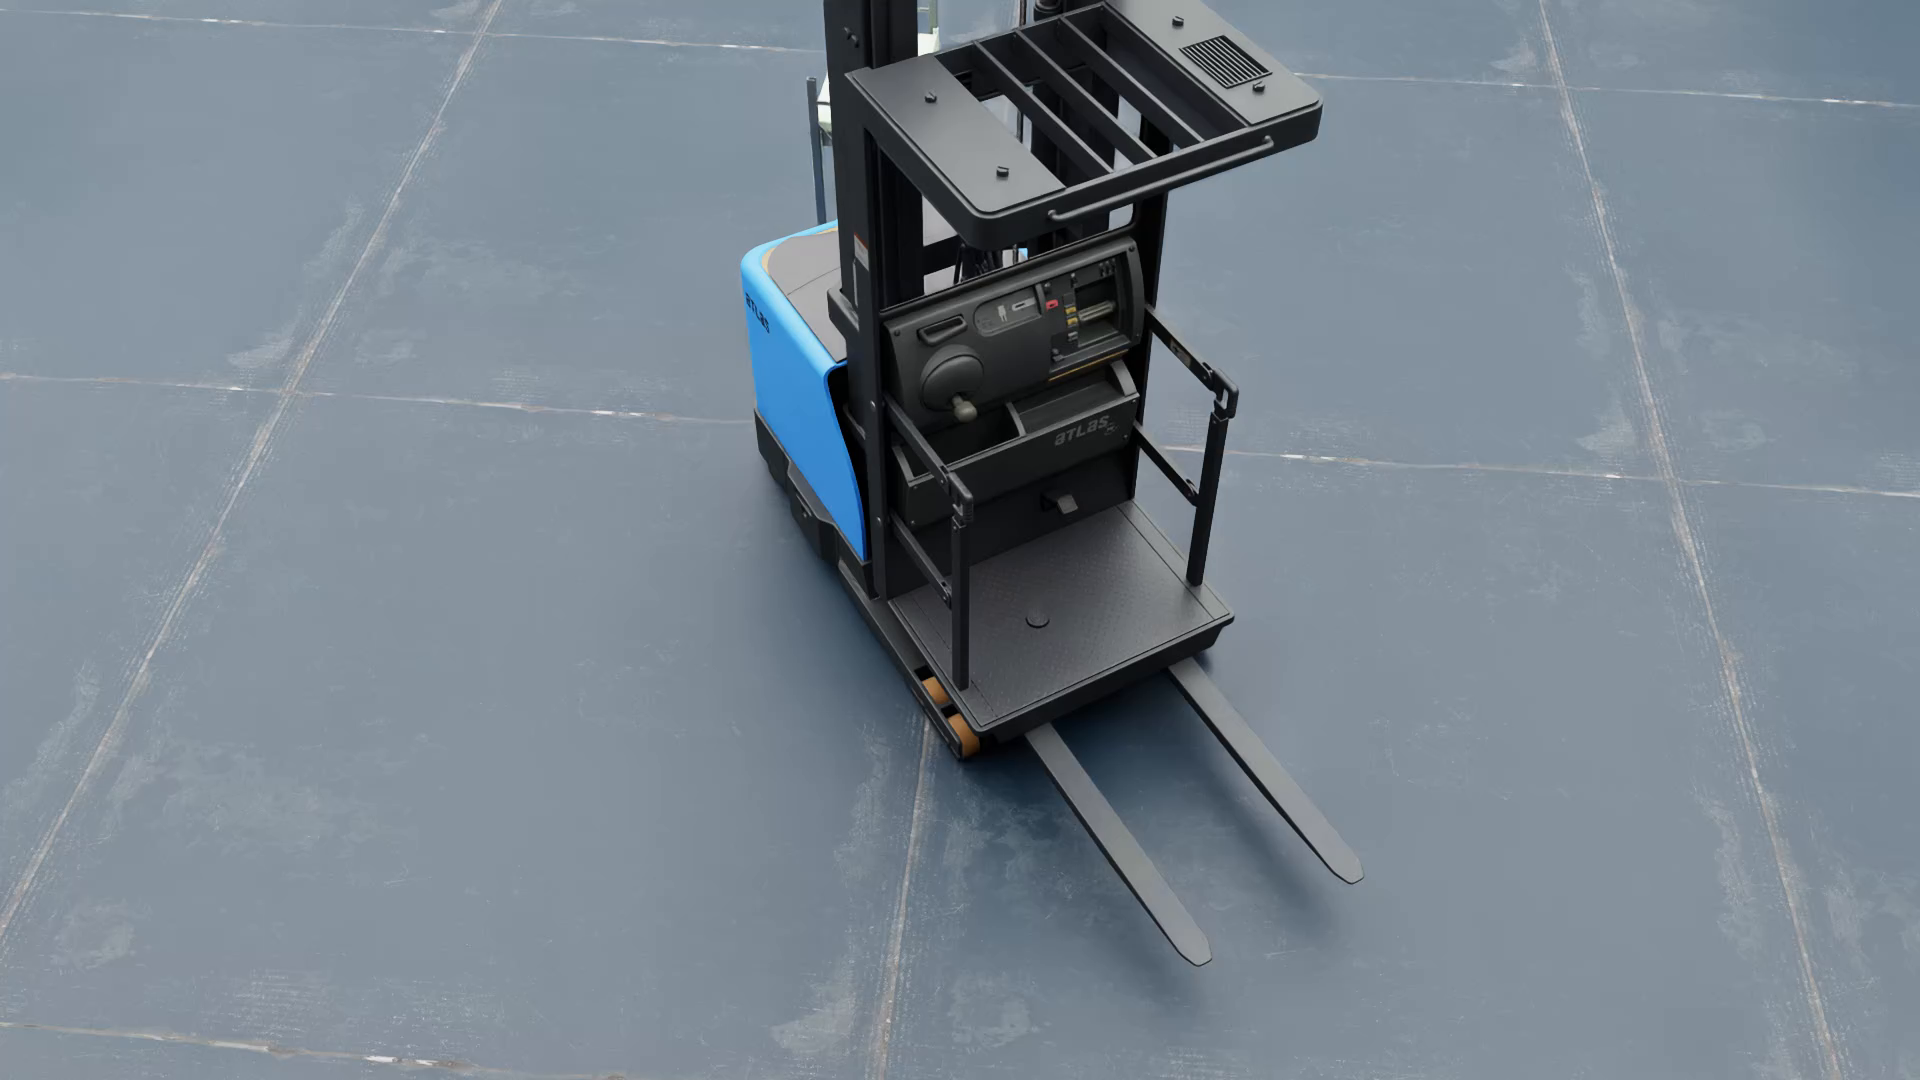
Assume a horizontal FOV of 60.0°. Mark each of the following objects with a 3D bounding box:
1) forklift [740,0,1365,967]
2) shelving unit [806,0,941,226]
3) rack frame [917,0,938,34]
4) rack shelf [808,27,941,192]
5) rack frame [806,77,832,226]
[{"bbox_3d":[0.303,-0.588,5.327,1.130,2.935,3.031,-22,51,-19],"label":"forklift"},{"bbox_3d":[-0.339,-1.507,7.138,0.431,1.500,0.755,6,48,5],"label":"shelving unit"},{"bbox_3d":[-0.291,-1.775,7.382,0.400,1.500,0.023,6,48,5],"label":"rack frame"},{"bbox_3d":[-0.339,-1.770,6.850,0.431,0.370,0.720,6,48,5],"label":"rack shelf"},{"bbox_3d":[-0.387,-1.239,6.893,0.400,1.500,0.023,6,48,5],"label":"rack frame"}]
